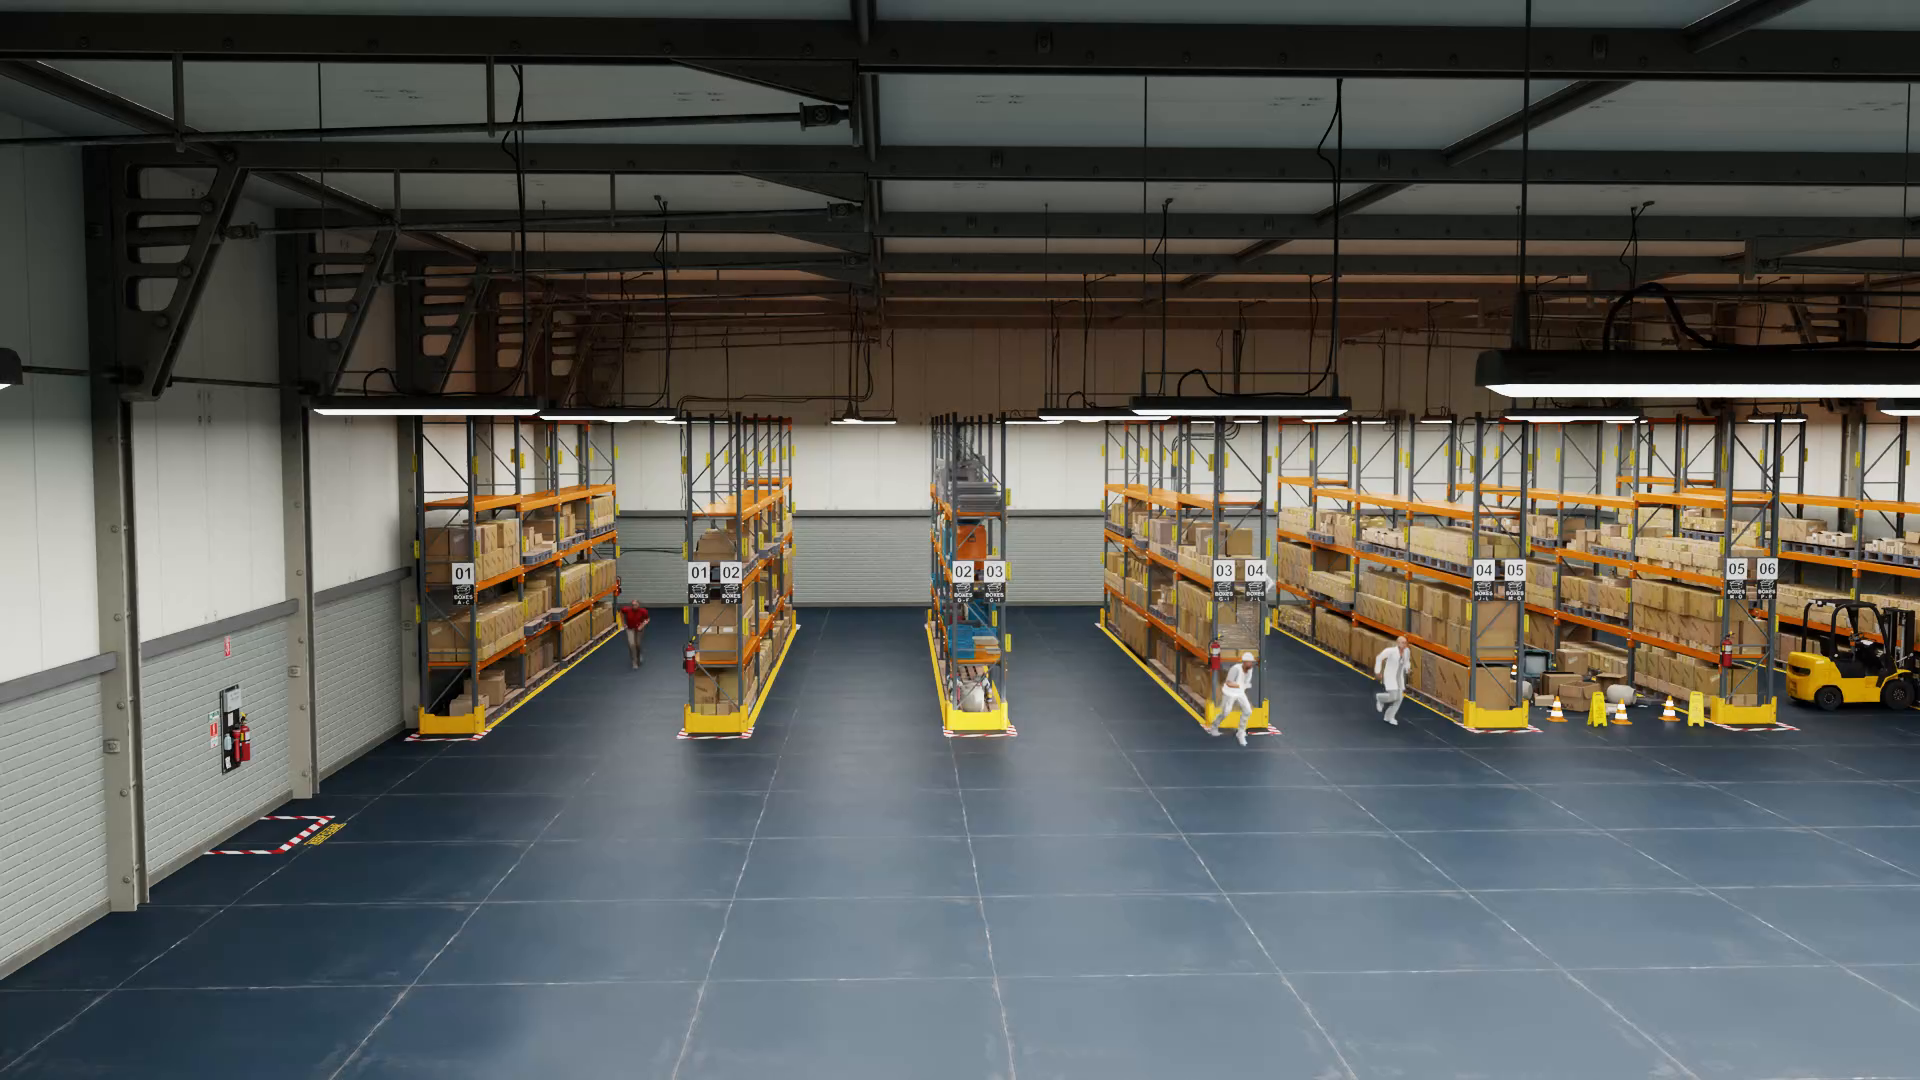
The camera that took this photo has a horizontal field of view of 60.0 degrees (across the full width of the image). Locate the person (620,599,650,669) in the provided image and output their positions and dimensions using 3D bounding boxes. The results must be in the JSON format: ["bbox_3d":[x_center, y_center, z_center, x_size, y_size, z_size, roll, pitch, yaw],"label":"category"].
[{"bbox_3d":[-7.749,2.227,39.756,0.704,1.693,1.021,0,4,-5],"label":"person"}]

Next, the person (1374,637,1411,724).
[{"bbox_3d":[8.379,2.697,32.199,0.701,1.711,0.794,-2,4,-29],"label":"person"}]

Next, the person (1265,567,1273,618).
[{"bbox_3d":[8.845,1.574,48.613,0.775,1.734,0.604,-1,4,-14],"label":"person"}]

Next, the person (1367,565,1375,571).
[{"bbox_3d":[12.156,1.559,49.227,0.809,1.623,0.523,-1,4,-8],"label":"person"}]

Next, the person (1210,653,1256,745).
[{"bbox_3d":[4.957,2.861,30.156,0.726,1.720,1.007,-3,5,-40],"label":"person"}]
